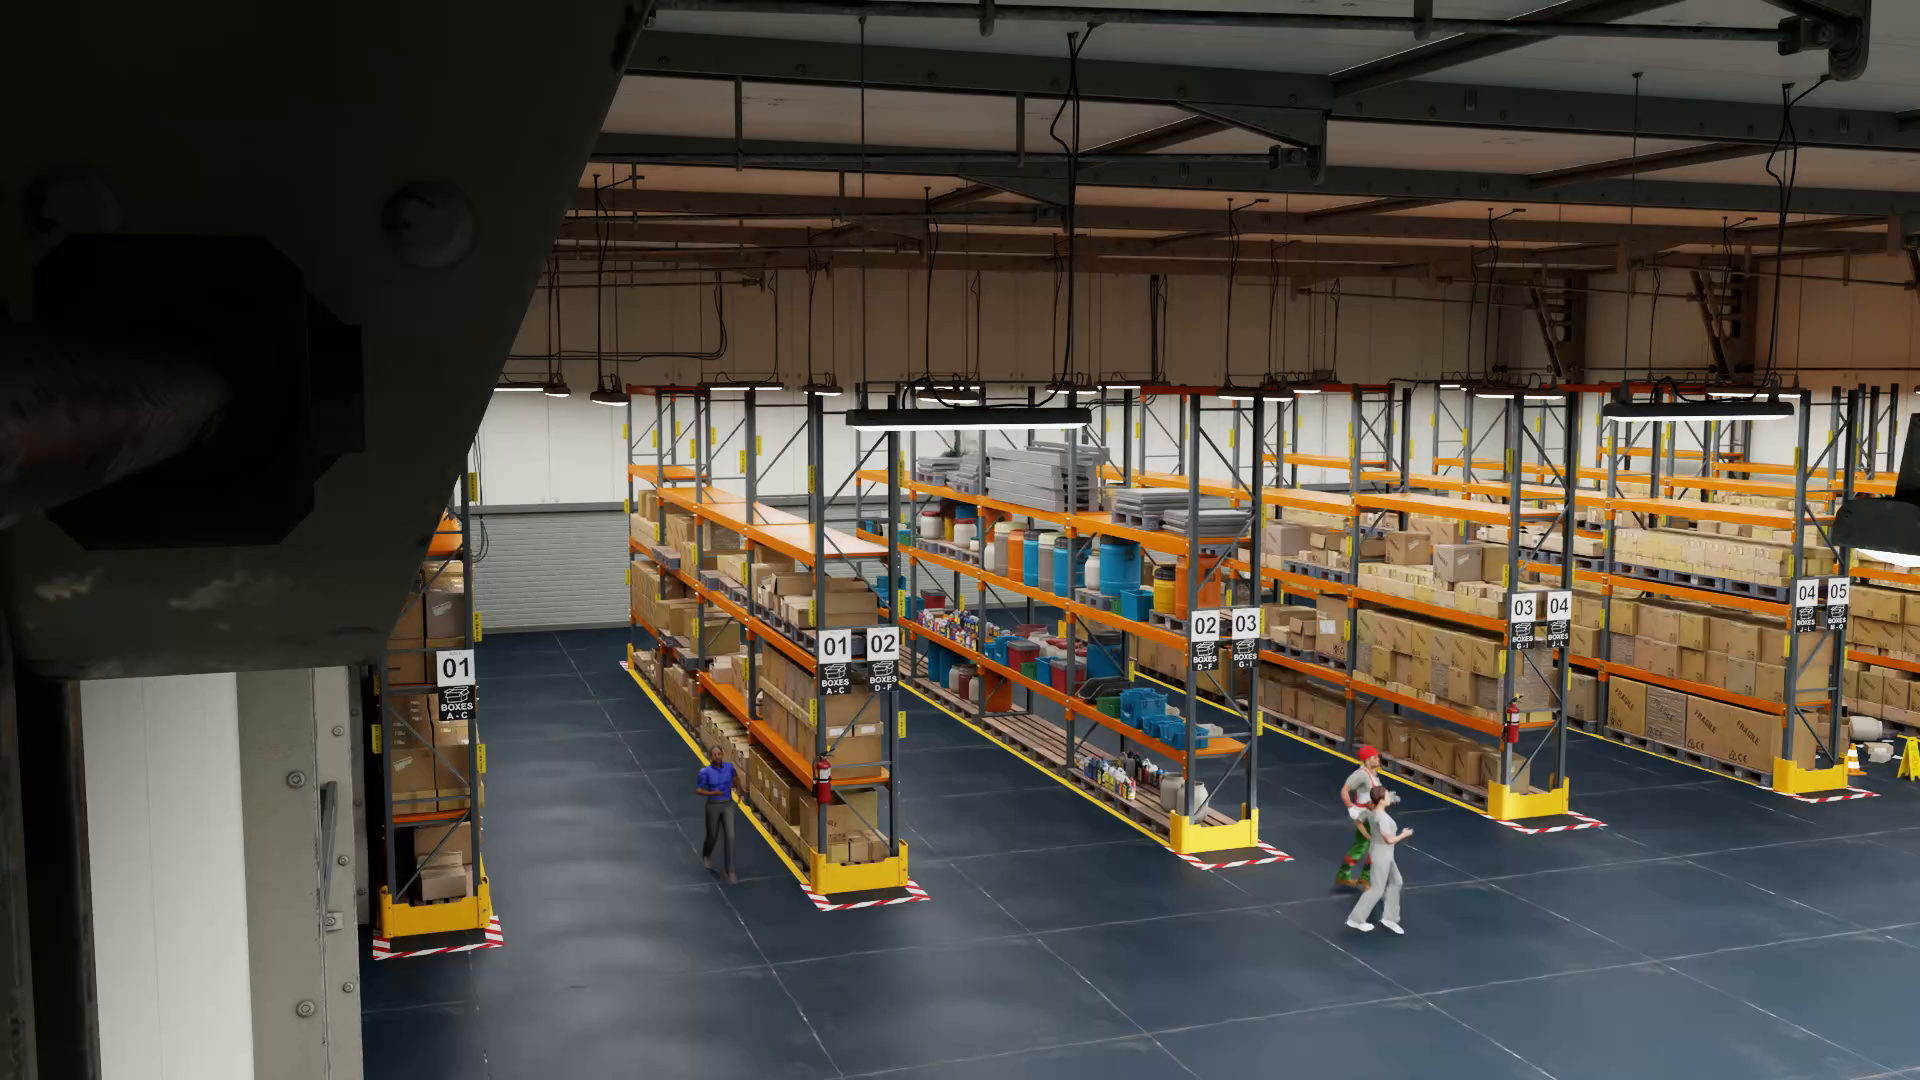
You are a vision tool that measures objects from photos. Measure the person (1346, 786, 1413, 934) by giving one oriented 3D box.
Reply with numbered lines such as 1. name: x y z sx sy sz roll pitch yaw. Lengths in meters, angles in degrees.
1. person: 4.678 3.585 18.551 0.716 1.722 0.547 0 6 2

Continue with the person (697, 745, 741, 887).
1. person: -2.985 3.379 20.701 0.584 1.664 0.933 -2 6 -19

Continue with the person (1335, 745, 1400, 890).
1. person: 4.937 3.381 20.125 0.737 1.816 0.642 2 6 18

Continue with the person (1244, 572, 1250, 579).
1. person: 7.212 1.244 41.267 0.605 1.672 0.712 0 6 -5
